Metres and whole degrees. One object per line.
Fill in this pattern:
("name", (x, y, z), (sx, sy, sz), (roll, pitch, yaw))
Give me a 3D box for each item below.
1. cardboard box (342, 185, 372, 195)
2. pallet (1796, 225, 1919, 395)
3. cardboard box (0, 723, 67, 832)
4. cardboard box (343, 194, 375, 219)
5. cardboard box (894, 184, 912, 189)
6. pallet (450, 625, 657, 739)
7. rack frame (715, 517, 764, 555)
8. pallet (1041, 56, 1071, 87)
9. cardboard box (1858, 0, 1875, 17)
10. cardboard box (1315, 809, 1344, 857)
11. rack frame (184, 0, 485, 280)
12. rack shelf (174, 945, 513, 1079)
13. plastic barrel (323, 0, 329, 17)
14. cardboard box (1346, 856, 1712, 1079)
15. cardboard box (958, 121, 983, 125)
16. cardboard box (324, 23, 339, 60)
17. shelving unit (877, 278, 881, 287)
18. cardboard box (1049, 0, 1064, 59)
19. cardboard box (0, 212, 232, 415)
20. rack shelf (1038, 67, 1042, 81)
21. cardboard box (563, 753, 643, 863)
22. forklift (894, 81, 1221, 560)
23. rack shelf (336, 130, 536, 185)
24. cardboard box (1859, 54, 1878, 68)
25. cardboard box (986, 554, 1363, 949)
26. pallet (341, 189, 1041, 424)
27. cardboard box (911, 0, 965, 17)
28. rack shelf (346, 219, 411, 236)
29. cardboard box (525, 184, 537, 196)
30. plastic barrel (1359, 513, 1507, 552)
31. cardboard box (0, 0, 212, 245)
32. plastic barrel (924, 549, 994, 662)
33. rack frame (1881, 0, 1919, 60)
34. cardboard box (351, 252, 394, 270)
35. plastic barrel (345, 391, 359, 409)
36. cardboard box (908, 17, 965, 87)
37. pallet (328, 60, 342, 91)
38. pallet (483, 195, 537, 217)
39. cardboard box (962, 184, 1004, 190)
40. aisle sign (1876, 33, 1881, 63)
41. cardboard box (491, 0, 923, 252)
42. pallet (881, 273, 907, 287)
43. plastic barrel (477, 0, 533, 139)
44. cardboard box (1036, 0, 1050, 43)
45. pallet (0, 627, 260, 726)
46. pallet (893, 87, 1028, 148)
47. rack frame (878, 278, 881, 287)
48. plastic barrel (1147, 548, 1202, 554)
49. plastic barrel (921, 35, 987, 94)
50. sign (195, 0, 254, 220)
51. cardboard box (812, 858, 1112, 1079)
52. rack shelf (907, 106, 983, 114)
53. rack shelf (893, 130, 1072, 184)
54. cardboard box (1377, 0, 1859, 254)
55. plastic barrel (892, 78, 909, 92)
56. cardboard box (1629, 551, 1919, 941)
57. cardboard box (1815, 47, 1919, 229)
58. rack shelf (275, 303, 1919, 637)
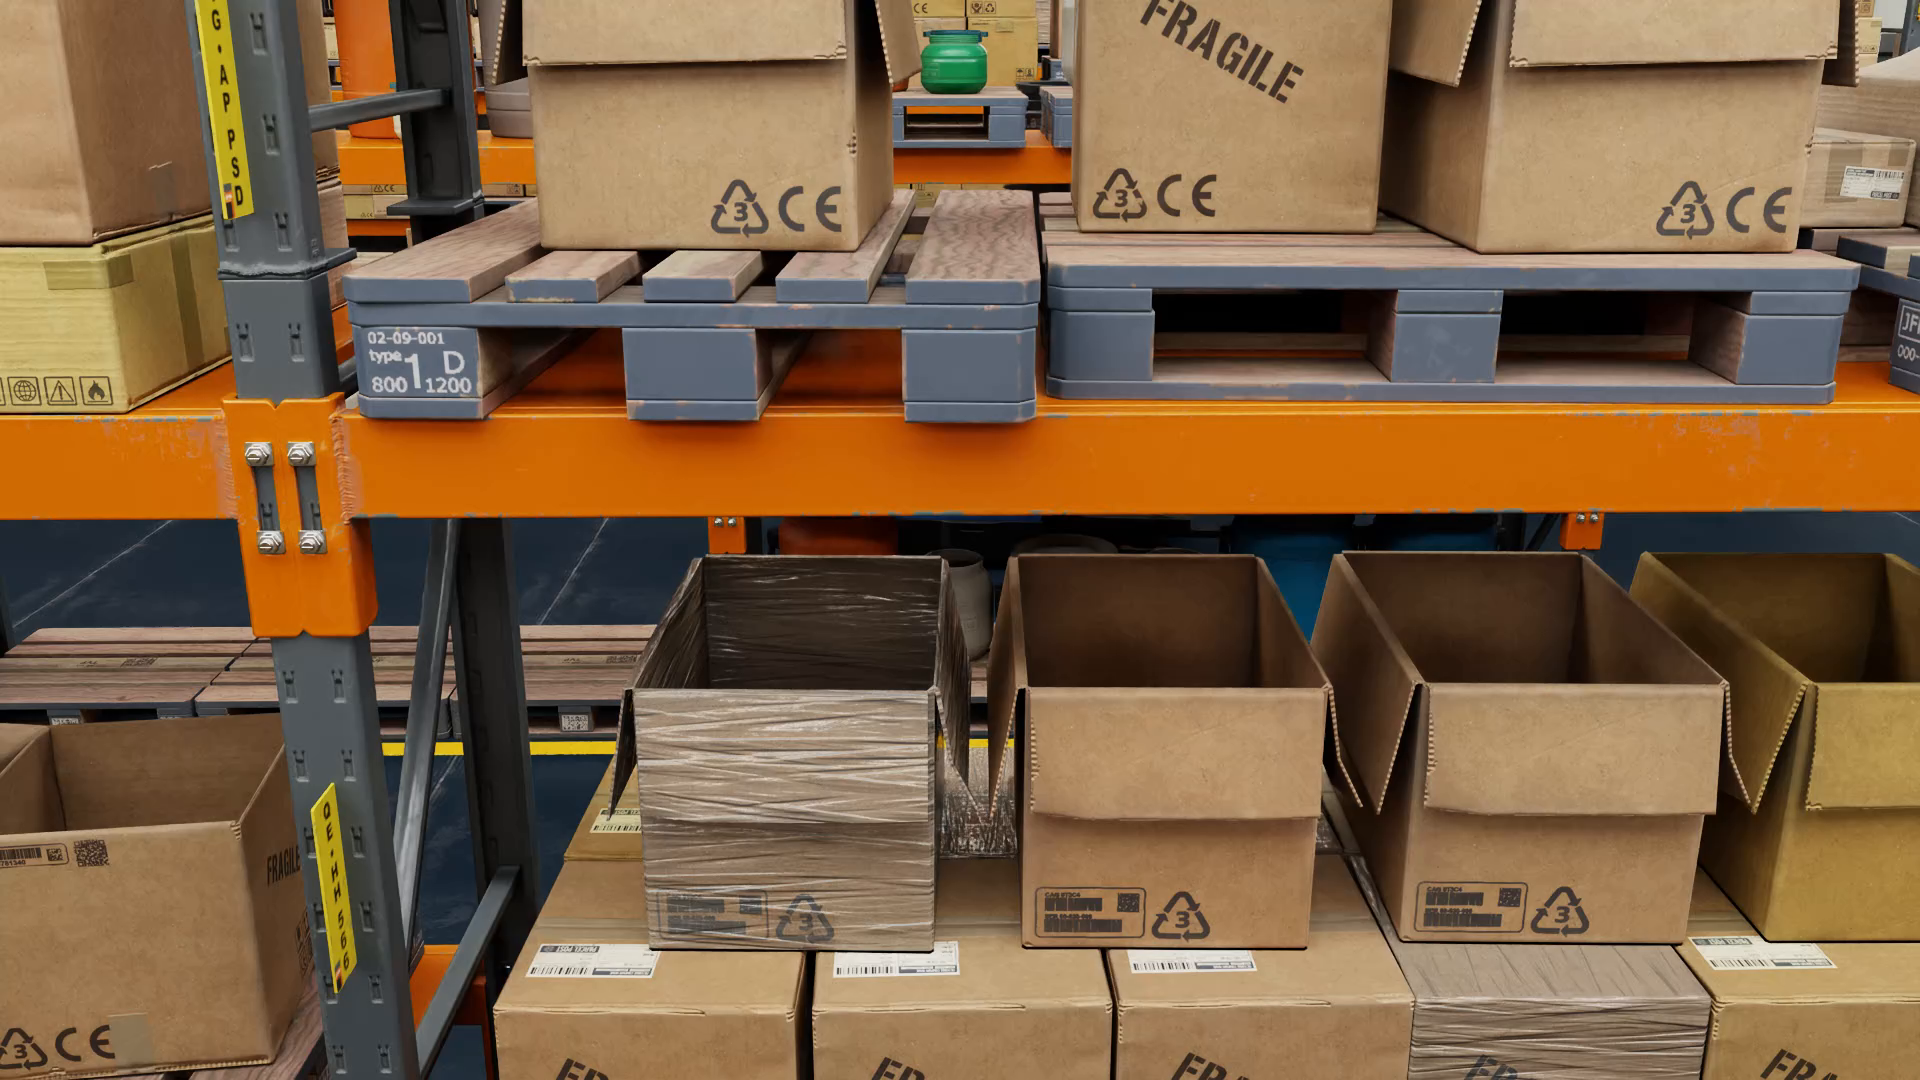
("cardboard box", (-6.213, -3.812, 17.005), (0.500, 0.500, 0.500), (0, 18, -1))
("pallet", (2.072, -0.435, 2.897), (1.217, 0.209, 0.805), (-1, 18, -3))
("cardboard box", (-2.108, 0.702, 3.097), (0.500, 0.500, 0.700), (2, 18, 7))
("cardboard box", (-6.213, -3.461, 17.139), (0.500, 0.250, 0.500), (0, 18, -1))
("cardboard box", (-0.757, -3.760, 17.175), (0.500, 0.500, 0.500), (0, 18, 1))
("pallet", (-1.865, 0.708, 8.493), (1.213, 0.211, 1.003), (0, 18, -1))
("rack frame", (-1.090, -0.611, 8.042), (0.127, 3.000, 1.000), (0, 18, -1))
("pallet", (1.145, -3.495, 12.427), (1.003, 0.211, 1.213), (0, 18, -1))
("cardboard box", (6.321, -4.107, 12.229), (0.500, 0.500, 0.700), (0, 18, -1))
("cardboard box", (0.496, 0.772, 3.567), (0.500, 0.500, 0.500), (-1, 18, -3))
("rack frame", (-1.012, -1.955, 2.410), (0.127, 3.000, 1.000), (0, 18, -1))
("rack shelf", (-3.011, 1.254, 3.406), (4.000, 0.370, 1.077), (0, 18, -1))
("plastic barrel", (-3.276, -2.334, 7.681), (0.708, 0.901, 0.600), (0, 18, -1))
("cardboard box", (1.006, 0.926, 3.086), (0.500, 0.500, 0.500), (0, 18, -1))
("cardboard box", (0.234, -4.277, 17.559), (0.500, 0.250, 0.500), (-1, 18, -2))
("cardboard box", (-4.548, -3.662, 12.199), (0.500, 0.250, 0.500), (2, 18, 5))
("shelving unit", (-0.776, -1.026, 10.808), (0.503, 2.100, 0.431), (1, 18, 4))
("cardboard box", (0.997, -3.880, 12.305), (0.600, 0.600, 0.600), (-1, 18, -3))
("cardboard box", (-1.483, -0.378, 2.651), (0.500, 0.250, 0.500), (0, 18, -1))
("rack shelf", (0.753, -4.732, 17.156), (4.000, 0.370, 1.077), (0, 18, -1))
("cardboard box", (-0.522, 0.776, 3.555), (0.500, 0.500, 0.500), (0, 18, 1))
("forklift", (0.994, -1.359, 10.484), (3.031, 2.935, 1.130), (1, 18, 4))
("rack shelf", (-3.090, -1.687, 7.664), (4.000, 0.370, 1.077), (0, 18, -1))
("cardboard box", (6.325, -3.437, 12.185), (0.500, 0.250, 0.500), (0, 18, -1))
("cardboard box", (0.371, 0.375, 3.161), (0.637, 0.503, 0.797), (0, 18, 0))
("pallet", (-0.369, -0.456, 2.957), (1.003, 0.211, 1.213), (1, 18, 2))
("cardboard box", (-0.218, -4.079, 12.140), (0.500, 0.500, 0.500), (0, 18, -1))
("rack shelf", (-7.246, -3.266, 17.494), (4.000, 0.370, 1.077), (0, 18, -1))
("cardboard box", (-4.177, -3.867, 17.309), (0.500, 0.500, 0.700), (2, 18, 5))
("plastic barrel", (2.365, 0.166, 8.367), (0.708, 0.901, 0.600), (0, 18, -1))
("cardboard box", (-1.485, -0.734, 2.531), (0.500, 0.500, 0.500), (0, 18, 1))
("plastic barrel", (-0.038, 0.336, 8.475), (0.421, 0.512, 0.421), (0, 18, 0))
("rack frame", (6.835, -5.019, 11.962), (0.127, 3.000, 1.000), (0, 18, -1))
("cardboard box", (-4.672, -2.049, 12.770), (0.500, 0.250, 0.500), (1, 18, 3))
("plastic barrel", (-2.963, -0.600, 7.784), (0.433, 0.535, 0.433), (0, 18, 0))
("cardboard box", (-0.219, -3.615, 12.331), (0.500, 0.500, 0.910), (0, 18, -1))
("pallet", (-4.282, -3.450, 12.295), (1.217, 0.209, 0.805), (-1, 18, -3))
("pallet", (-4.479, -3.486, 17.317), (1.213, 0.211, 1.003), (0, 18, -1))
("cardboard box", (0.263, -3.762, 17.180), (0.500, 0.500, 0.500), (0, 18, -1))
("aisle sign", (6.898, -3.491, 12.762), (0.004, 0.787, 0.394), (0, 18, -1))
("cardboard box", (-0.403, -0.801, 2.866), (0.637, 0.503, 0.797), (1, 18, 2))
("pallet", (-0.488, -2.057, 12.865), (1.003, 0.211, 1.213), (0, 18, -1))
("plastic barrel", (-1.914, -2.341, 7.702), (0.600, 0.901, 0.600), (0, 18, 0))
("cardboard box", (0.814, -5.366, 17.069), (0.500, 0.500, 0.700), (0, 18, -1))
("pallet", (-4.305, 0.720, 8.457), (1.213, 0.211, 1.003), (0, 18, -1))
("pallet", (-0.324, -1.923, 7.531), (1.213, 0.211, 1.003), (0, 18, -1))
("rack frame", (-0.532, -1.020, 10.791), (0.015, 2.100, 0.400), (1, 18, 4))
("plastic barrel", (1.091, 0.330, 8.492), (0.421, 0.512, 0.421), (0, 18, 0))
("plastic barrel", (-0.027, -2.100, 7.341), (0.294, 0.245, 0.294), (0, 18, 0))
("sign", (-1.005, -0.607, 2.273), (0.005, 0.325, 0.100), (0, 18, -1))
("cardboard box", (-0.006, 0.931, 3.070), (0.500, 0.500, 0.500), (-1, 18, -2))
("rack shelf", (0.835, -3.219, 12.440), (4.000, 0.370, 1.077), (0, 18, -1))
("rack shelf", (0.910, -1.707, 7.724), (4.000, 0.370, 1.077), (0, 18, -1))
("cardboard box", (1.031, -0.792, 2.840), (0.637, 0.503, 0.797), (-1, 18, -2))
("plastic barrel", (-0.522, -2.446, 7.460), (0.708, 0.830, 0.600), (0, 18, -1))
("cardboard box", (1.663, 0.362, 3.201), (0.637, 0.503, 0.797), (0, 18, 0))
("cardboard box", (1.889, -0.726, 2.947), (0.500, 0.311, 0.500), (-1, 18, -3))
("rack shelf", (0.988, -0.194, 3.008), (4.000, 0.370, 1.077), (0, 18, -1))
